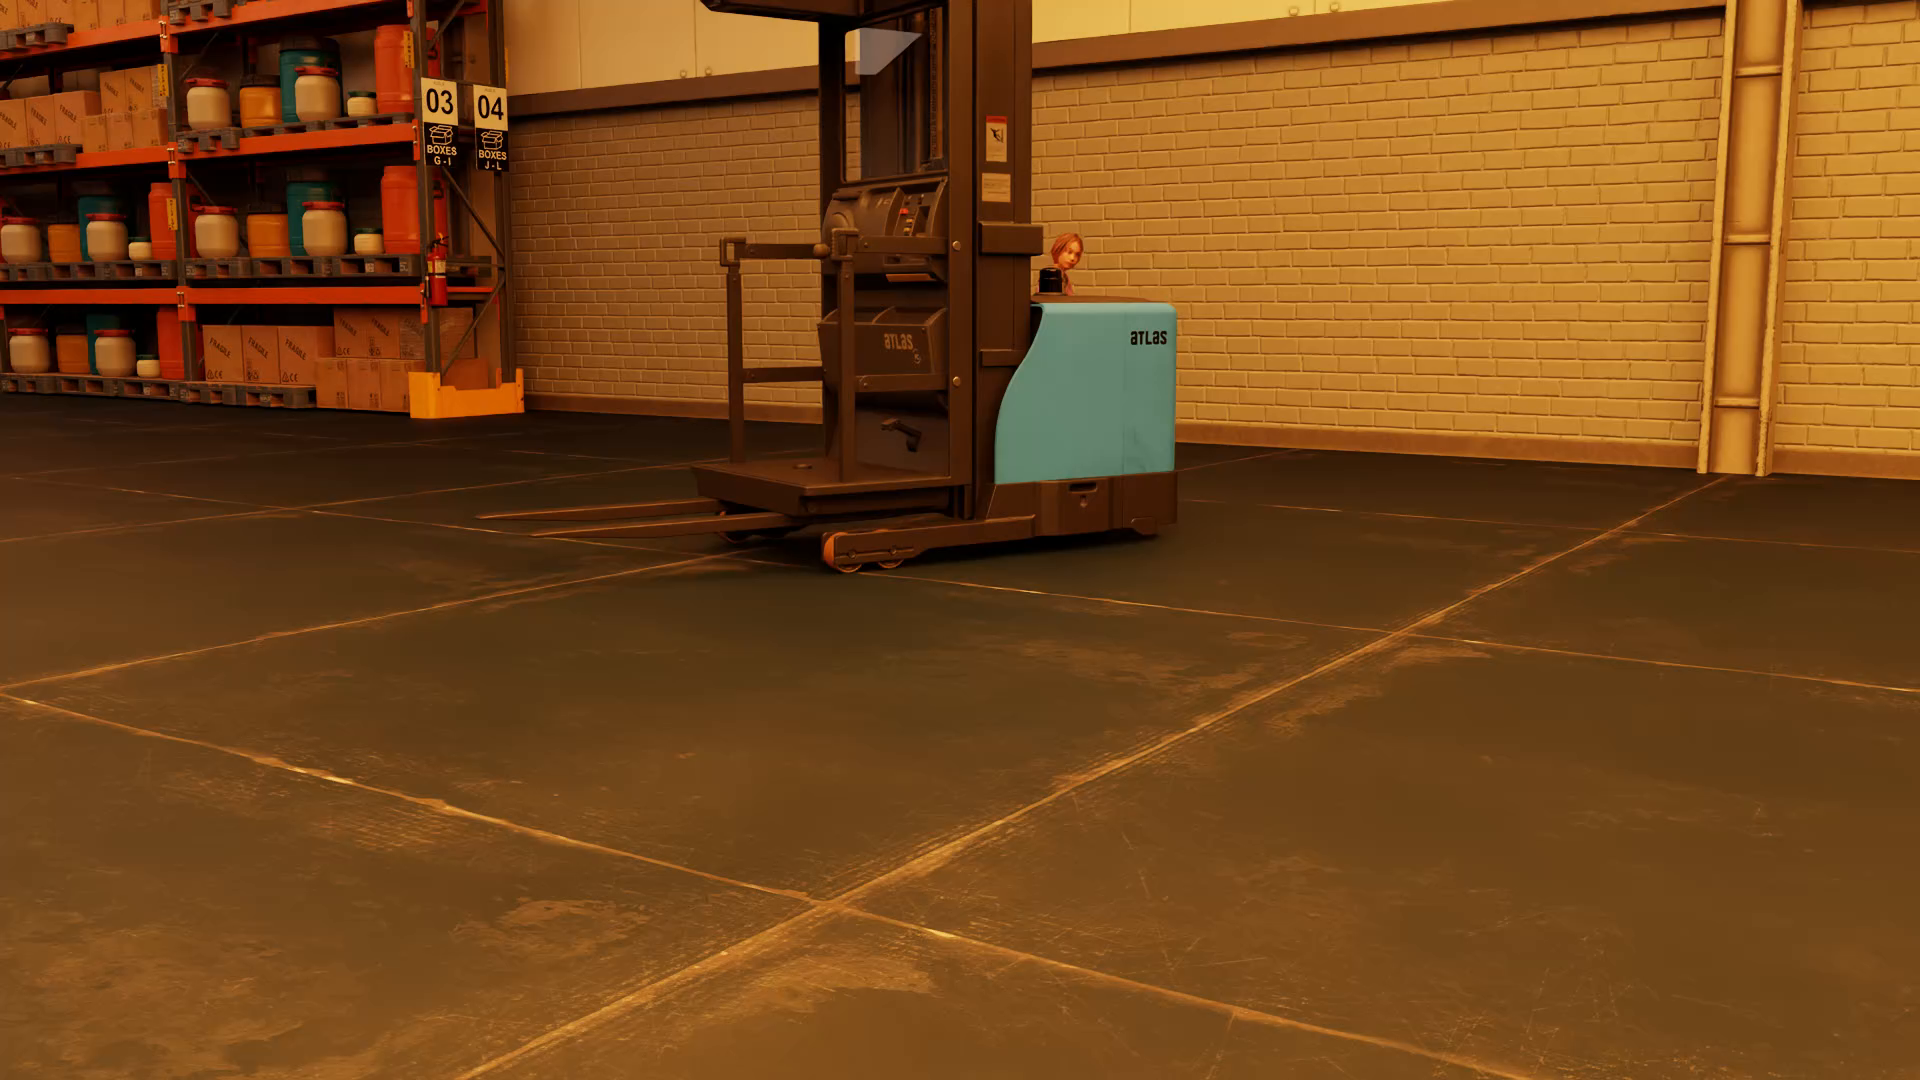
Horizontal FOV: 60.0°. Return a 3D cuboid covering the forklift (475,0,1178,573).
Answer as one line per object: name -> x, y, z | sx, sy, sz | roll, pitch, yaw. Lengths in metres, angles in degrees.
forklift -> -0.507, -1.403, 7.061 | 3.031, 2.935, 1.130 | -5, 10, -33

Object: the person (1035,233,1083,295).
person -> 0.711, -1.141, 10.311 | 0.672, 1.505, 0.694 | -2, 8, -14
